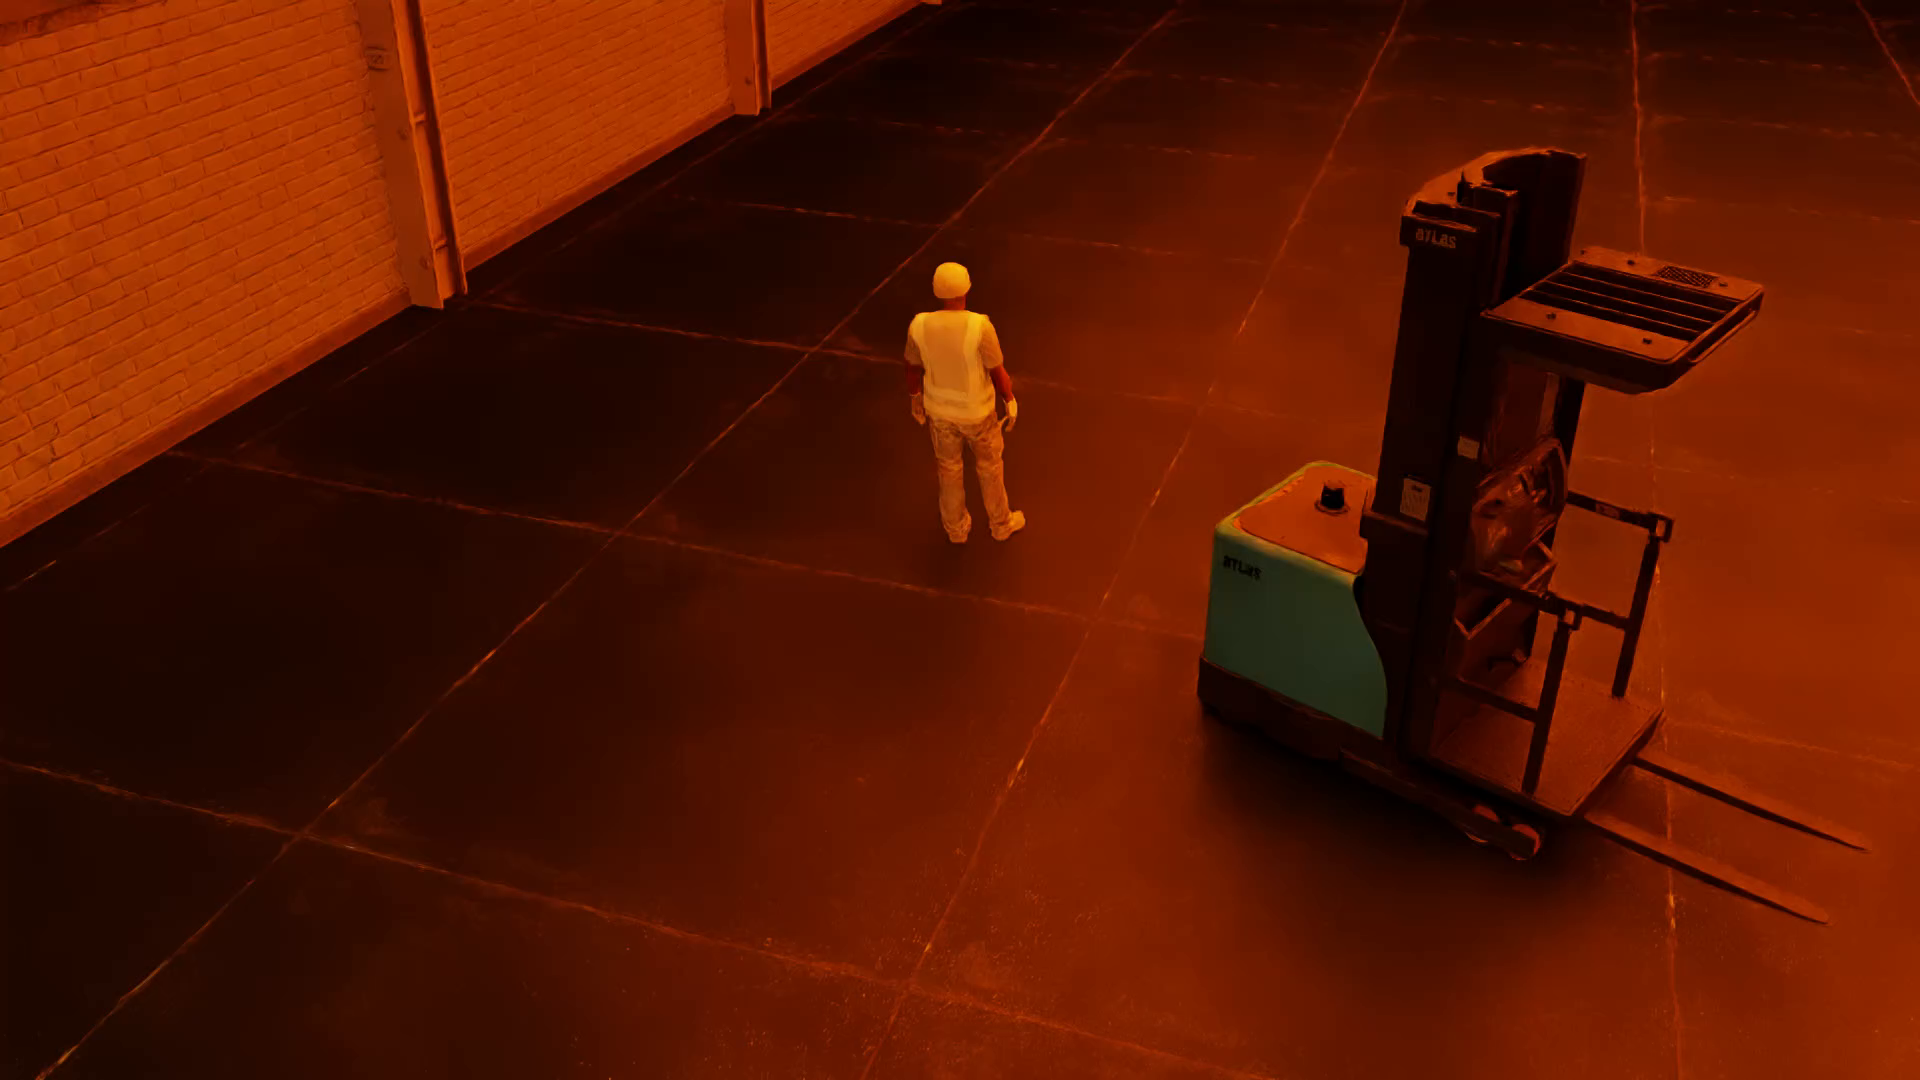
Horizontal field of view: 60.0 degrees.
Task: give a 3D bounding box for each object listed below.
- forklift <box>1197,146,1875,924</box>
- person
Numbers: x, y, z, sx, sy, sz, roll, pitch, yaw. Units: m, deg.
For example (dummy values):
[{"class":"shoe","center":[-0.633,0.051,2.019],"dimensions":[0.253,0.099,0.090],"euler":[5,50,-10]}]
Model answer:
[{"class":"forklift","center":[2.662,-0.115,7.339],"dimensions":[3.031,2.935,1.130],"euler":[24,37,35]},{"class":"person","center":[0.031,-0.813,9.708],"dimensions":[0.655,1.782,0.576],"euler":[10,31,16]}]
